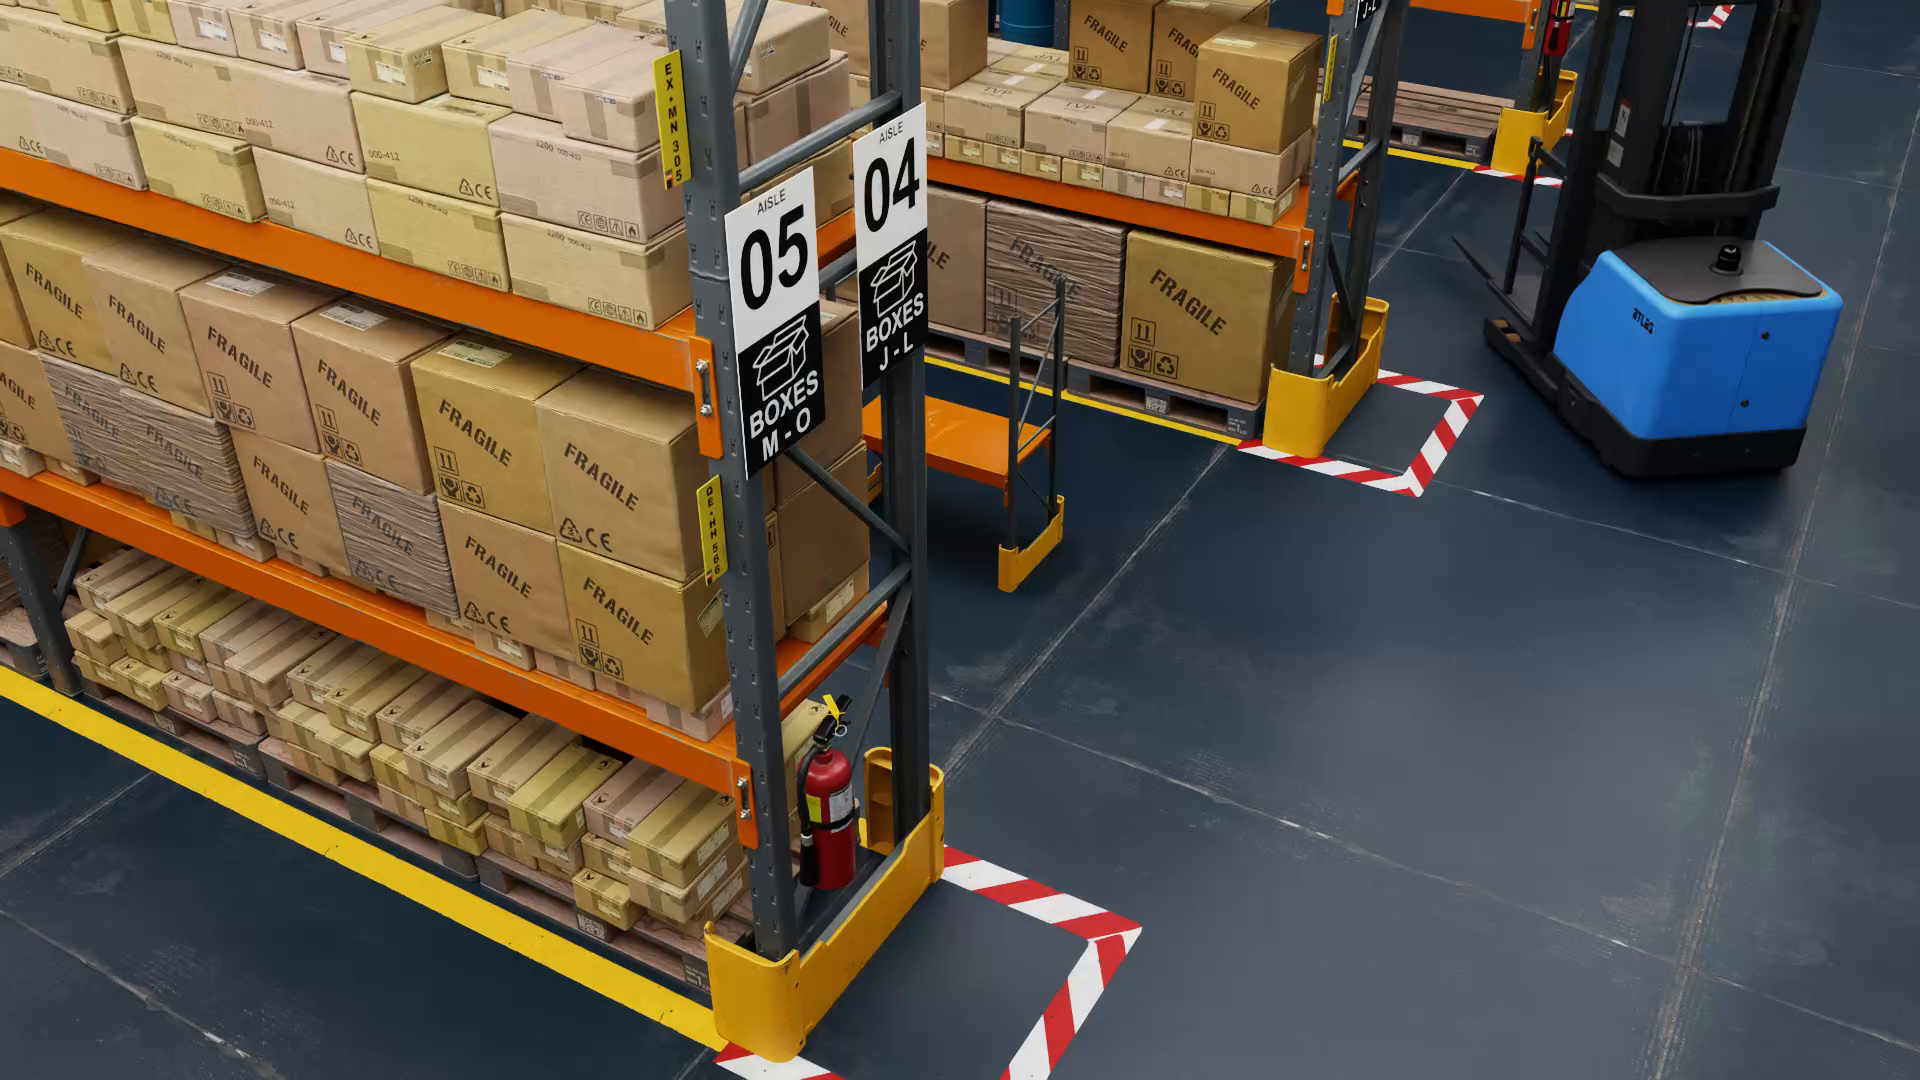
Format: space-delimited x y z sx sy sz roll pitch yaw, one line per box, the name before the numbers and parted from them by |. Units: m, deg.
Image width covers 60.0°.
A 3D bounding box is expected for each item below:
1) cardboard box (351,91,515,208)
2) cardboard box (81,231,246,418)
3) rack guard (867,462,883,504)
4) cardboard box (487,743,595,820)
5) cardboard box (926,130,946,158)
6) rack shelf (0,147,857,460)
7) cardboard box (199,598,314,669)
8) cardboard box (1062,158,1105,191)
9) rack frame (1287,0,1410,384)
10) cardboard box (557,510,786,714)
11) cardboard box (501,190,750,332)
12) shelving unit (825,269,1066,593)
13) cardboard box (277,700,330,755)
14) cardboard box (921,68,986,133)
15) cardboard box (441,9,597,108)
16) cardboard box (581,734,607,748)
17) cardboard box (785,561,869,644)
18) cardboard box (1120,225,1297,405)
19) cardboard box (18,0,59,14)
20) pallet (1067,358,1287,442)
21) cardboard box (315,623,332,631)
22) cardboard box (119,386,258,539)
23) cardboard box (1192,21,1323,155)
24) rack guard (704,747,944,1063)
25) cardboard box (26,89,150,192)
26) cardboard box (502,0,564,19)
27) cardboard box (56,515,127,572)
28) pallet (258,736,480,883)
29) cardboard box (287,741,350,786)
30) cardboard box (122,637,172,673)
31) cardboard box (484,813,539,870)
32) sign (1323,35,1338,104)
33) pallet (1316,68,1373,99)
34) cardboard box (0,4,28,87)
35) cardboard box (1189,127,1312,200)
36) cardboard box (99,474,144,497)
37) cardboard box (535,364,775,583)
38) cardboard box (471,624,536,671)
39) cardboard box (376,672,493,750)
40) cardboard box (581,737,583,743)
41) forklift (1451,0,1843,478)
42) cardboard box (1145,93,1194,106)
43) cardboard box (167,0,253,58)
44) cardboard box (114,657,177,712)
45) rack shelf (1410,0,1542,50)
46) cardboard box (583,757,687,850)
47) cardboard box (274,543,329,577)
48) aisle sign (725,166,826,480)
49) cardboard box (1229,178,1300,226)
cardboard box | -1.384 -1.212 4.841 0.500 0.250 0.500 17 37 23
cardboard box | -2.736 -0.825 6.022 0.500 0.500 0.500 18 38 25
rack guard | -0.499 -0.262 8.918 0.087 0.250 0.587 18 37 24
cardboard box | -1.648 0.941 6.555 0.250 0.149 0.380 17 37 24
cardboard box | -0.120 -2.430 9.920 0.250 0.149 0.380 18 38 25
rack shelf | -2.150 -1.172 5.747 4.000 0.370 1.077 18 37 24
cardboard box | -2.999 0.396 7.105 0.250 0.149 0.380 17 37 23
cardboard box | 0.775 -2.147 9.495 0.250 0.149 0.380 17 37 23
rack frame | 2.135 -2.032 9.096 0.127 3.000 1.000 18 37 24
cardboard box | -0.931 0.162 5.443 0.500 0.500 0.500 18 38 25
cardboard box | -0.940 -0.857 4.760 0.500 0.250 0.500 17 37 23
shelving unit | -0.066 -0.645 8.366 1.083 1.500 0.587 18 37 24
cardboard box | -2.589 0.707 6.907 0.250 0.149 0.380 17 37 24
cardboard box | -0.178 -2.660 9.905 0.500 0.250 0.500 19 38 26
cardboard box | -1.237 -1.369 4.717 0.250 0.149 0.380 16 37 23
cardboard box | -1.376 0.697 6.922 0.250 0.149 0.380 19 38 26
cardboard box | -0.532 0.184 5.993 0.250 0.149 0.380 17 37 24
cardboard box | 1.540 -1.460 9.775 0.875 0.875 0.875 18 37 24
cardboard box | -2.850 -1.850 5.440 0.250 0.149 0.380 16 37 23
pallet | 1.402 -1.054 10.142 1.213 0.211 1.003 18 37 24
cardboard box | -2.804 0.298 7.521 0.250 0.149 0.380 18 38 25
cardboard box | -2.729 -0.393 6.275 0.500 0.500 0.500 17 37 23
cardboard box | 1.582 -2.413 8.858 0.500 0.500 0.500 18 38 25
rack guard | -0.479 1.346 6.277 0.348 0.500 1.175 18 37 24
cardboard box | -2.733 -1.419 5.604 0.500 0.250 0.500 19 38 26
cardboard box | -1.204 -1.688 5.197 0.250 0.149 0.380 18 38 25
cardboard box | -4.396 -0.239 8.278 0.500 0.500 0.500 19 38 26
pallet | -2.222 0.890 7.223 1.213 0.211 1.003 18 37 24
cardboard box | -2.583 0.830 6.990 0.250 0.149 0.380 17 37 23
cardboard box | -3.466 0.395 7.376 0.250 0.149 0.380 18 38 25
cardboard box | -1.655 1.096 6.591 0.250 0.149 0.380 18 38 25
sign | 1.854 -2.356 8.323 0.005 0.325 0.100 18 37 24
pallet | 2.841 -3.837 14.321 1.213 0.211 1.003 18 37 24
cardboard box | -3.157 -1.780 5.695 0.500 0.250 0.500 17 37 24
cardboard box | 1.583 -2.099 9.063 0.500 0.250 0.500 17 37 24
cardboard box | -3.284 -0.350 6.796 0.250 0.149 0.380 16 37 22
cardboard box | -0.934 -0.261 5.175 0.500 0.500 0.500 17 37 23
cardboard box | -1.492 0.270 5.864 0.250 0.149 0.380 19 38 26
cardboard box | -2.104 0.686 6.670 0.250 0.149 0.380 16 37 23
cardboard box | -1.633 0.795 7.042 0.250 0.149 0.380 18 38 25
forklift | 3.958 -2.365 9.656 1.130 2.935 3.031 -5 34 -7
cardboard box | 1.398 -2.495 9.658 0.500 0.250 0.500 17 37 24
cardboard box | -2.173 -1.617 5.091 0.250 0.149 0.380 17 37 23
cardboard box | -3.499 0.566 7.386 0.250 0.149 0.380 19 38 26
rack shelf | 2.856 -4.666 13.700 4.000 0.370 1.077 18 37 24
cardboard box | -1.188 0.970 6.243 0.250 0.149 0.380 18 38 25
cardboard box | -2.379 -0.043 6.335 0.250 0.149 0.380 19 38 26
aisle sign | -0.499 -0.591 4.586 0.004 0.787 0.394 18 37 24
cardboard box | 1.663 -1.867 9.074 0.250 0.149 0.380 18 38 25
